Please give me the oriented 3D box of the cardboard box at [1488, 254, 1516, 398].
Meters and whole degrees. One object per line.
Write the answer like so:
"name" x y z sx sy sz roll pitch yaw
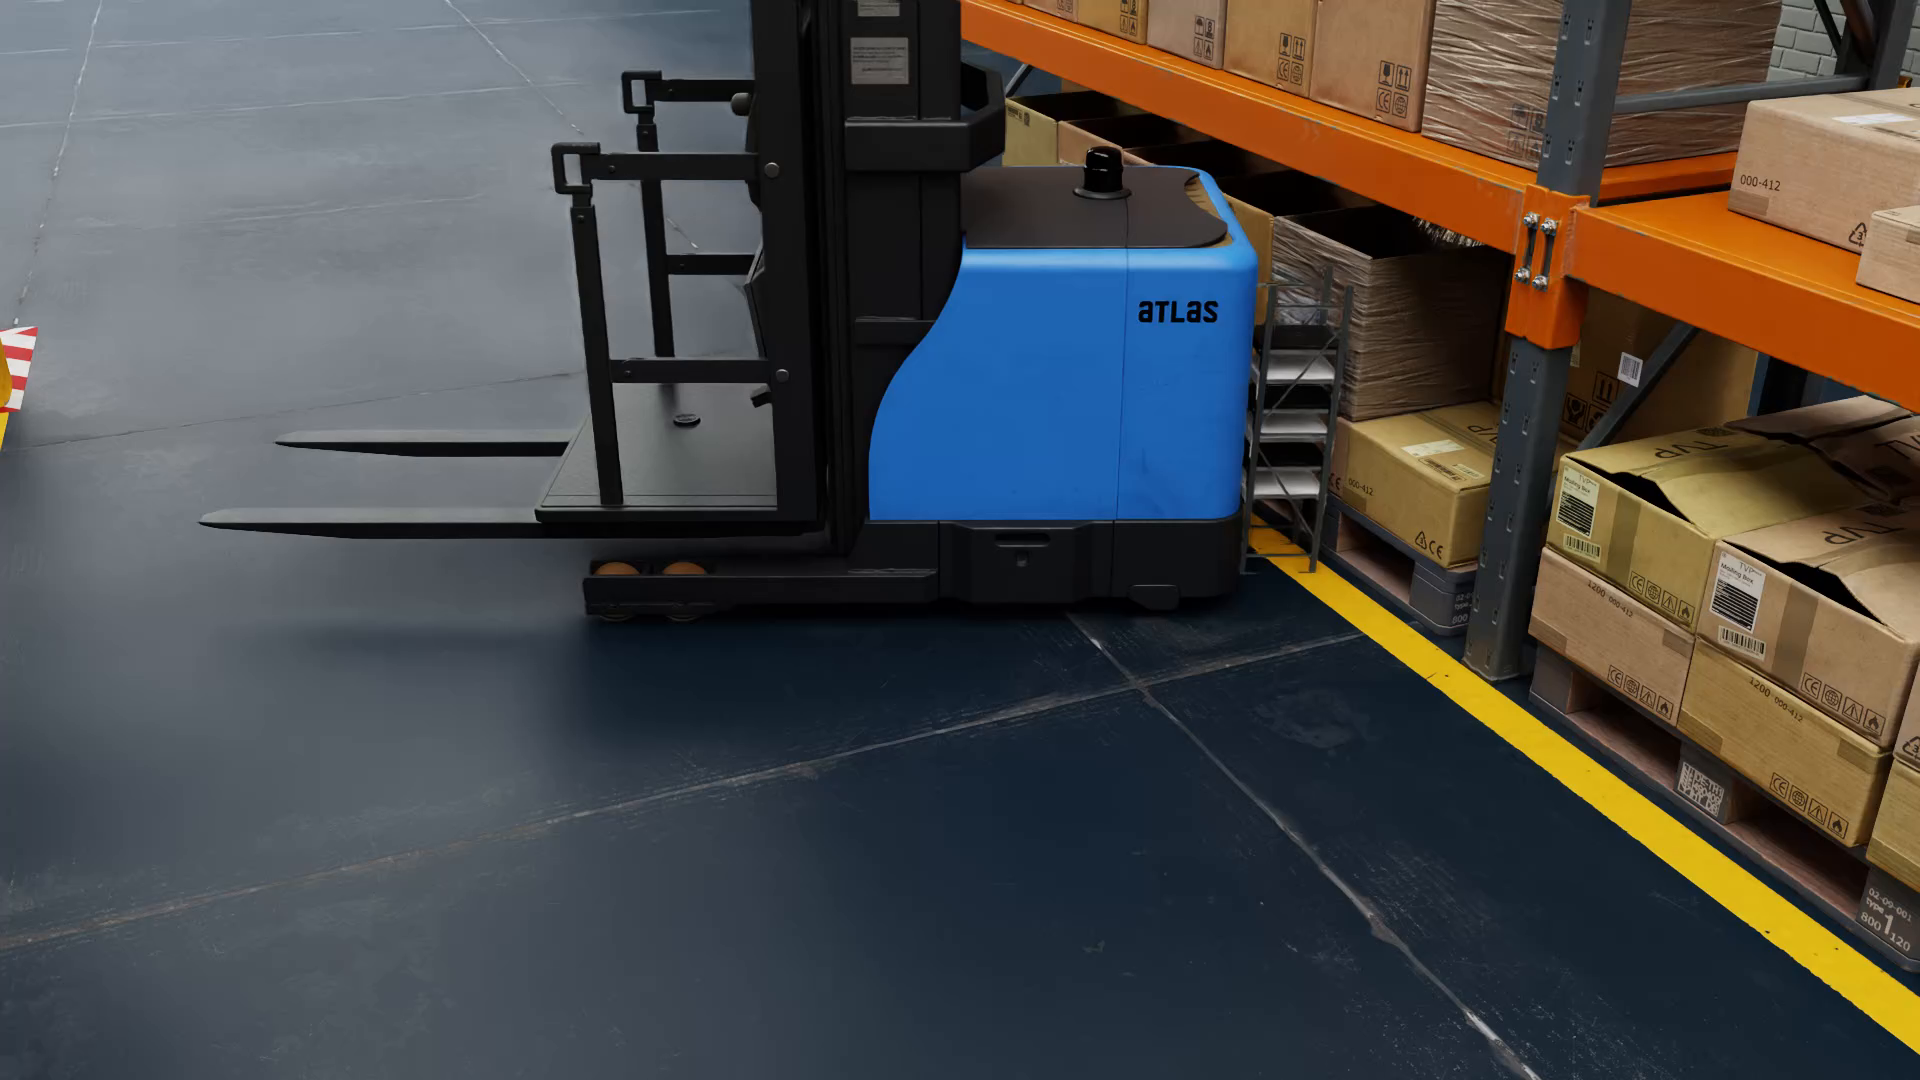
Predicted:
"cardboard box" 1.760 -0.801 5.272 0.500 0.500 0.500 -11 28 -21

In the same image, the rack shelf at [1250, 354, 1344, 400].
"rack shelf" 0.966 -0.480 4.864 0.258 0.077 0.200 0 25 -5

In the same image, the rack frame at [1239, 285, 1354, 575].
"rack frame" 0.970 -0.304 4.835 0.240 0.900 0.006 0 25 -5

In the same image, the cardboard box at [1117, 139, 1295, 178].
"cardboard box" 0.880 -1.113 5.912 0.500 0.500 0.500 -11 28 -21

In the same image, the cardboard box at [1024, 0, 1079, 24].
"cardboard box" 0.671 -2.327 6.483 0.700 0.500 0.500 -10 28 -19

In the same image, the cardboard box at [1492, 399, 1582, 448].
"cardboard box" 1.954 -0.262 5.022 0.500 0.250 0.500 -11 28 -21

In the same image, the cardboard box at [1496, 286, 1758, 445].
"cardboard box" 1.963 -0.600 4.861 0.500 0.500 0.500 -11 28 -21

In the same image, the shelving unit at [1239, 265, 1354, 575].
"shelving unit" 0.962 -0.348 4.926 0.258 0.900 0.210 0 25 -5

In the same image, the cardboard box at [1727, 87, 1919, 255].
"cardboard box" 2.090 -0.811 3.662 0.500 0.250 0.500 -9 27 -17

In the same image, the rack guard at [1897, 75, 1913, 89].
"rack guard" 4.876 -2.383 9.560 1.175 0.500 0.348 -11 28 -21

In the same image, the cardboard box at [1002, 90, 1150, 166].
"cardboard box" 0.493 -1.518 6.741 0.500 0.500 0.500 -11 28 -21

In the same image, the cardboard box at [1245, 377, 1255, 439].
"cardboard box" 1.078 -0.575 5.664 0.500 0.250 0.500 -11 28 -21

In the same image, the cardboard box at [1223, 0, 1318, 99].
"cardboard box" 1.272 -1.707 5.214 0.700 0.500 0.500 -10 28 -20

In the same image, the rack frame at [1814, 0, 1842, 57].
"rack frame" 4.847 -3.537 9.075 1.000 3.000 0.127 -11 28 -21

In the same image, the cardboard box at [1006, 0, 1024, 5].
"cardboard box" 0.461 -2.538 6.916 0.700 0.500 0.500 -11 28 -21

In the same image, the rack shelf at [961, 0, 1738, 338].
"rack shelf" 1.073 -1.553 5.833 1.077 0.370 4.000 -11 28 -21

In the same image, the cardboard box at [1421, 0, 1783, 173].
"cardboard box" 1.677 -1.292 4.364 0.700 0.500 0.500 -11 28 -22

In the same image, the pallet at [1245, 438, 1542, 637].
"pallet" 1.584 -0.144 5.305 1.003 0.211 1.213 -11 28 -21

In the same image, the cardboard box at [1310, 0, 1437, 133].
"cardboard box" 1.465 -1.504 4.798 0.700 0.500 0.500 -11 28 -21

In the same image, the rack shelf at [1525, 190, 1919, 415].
"rack shelf" 2.640 0.061 2.525 1.077 0.370 4.000 -11 28 -21

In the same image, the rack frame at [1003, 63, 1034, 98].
"rack frame" 0.290 -2.684 7.328 1.000 3.000 0.127 -11 28 -21

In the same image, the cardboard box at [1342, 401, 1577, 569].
"cardboard box" 1.474 -0.172 4.839 0.500 0.250 0.500 -11 28 -21

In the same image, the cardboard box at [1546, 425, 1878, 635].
"cardboard box" 1.789 -0.065 3.980 0.500 0.311 0.500 -10 28 -20

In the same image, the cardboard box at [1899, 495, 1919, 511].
"cardboard box" 2.489 0.049 3.747 0.500 0.311 0.500 -10 28 -19

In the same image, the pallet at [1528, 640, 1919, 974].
"pallet" 2.181 0.475 4.037 1.003 0.211 1.213 -11 28 -21

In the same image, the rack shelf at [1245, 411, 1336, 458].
"rack shelf" 0.961 -0.318 4.940 0.258 0.077 0.200 0 25 -5

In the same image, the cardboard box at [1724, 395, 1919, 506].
"cardboard box" 2.279 -0.160 4.175 0.500 0.311 0.500 -11 28 -21

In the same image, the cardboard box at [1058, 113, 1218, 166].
"cardboard box" 0.701 -1.318 6.332 0.500 0.500 0.500 -11 28 -21

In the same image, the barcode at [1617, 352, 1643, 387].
"barcode" 1.573 -0.401 3.905 0.001 0.075 0.075 -11 28 -21

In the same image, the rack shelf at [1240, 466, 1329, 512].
"rack shelf" 0.955 -0.155 5.017 0.258 0.077 0.200 0 25 -5

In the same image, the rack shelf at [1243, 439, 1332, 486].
"rack shelf" 0.958 -0.236 4.979 0.258 0.077 0.200 0 25 -5

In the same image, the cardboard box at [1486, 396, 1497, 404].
"cardboard box" 1.763 -0.464 5.438 0.500 0.250 0.500 -11 28 -21

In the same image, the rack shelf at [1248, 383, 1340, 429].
"rack shelf" 0.963 -0.399 4.902 0.258 0.077 0.200 0 25 -5

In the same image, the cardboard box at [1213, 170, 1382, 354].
"cardboard box" 1.090 -0.914 5.504 0.500 0.500 0.500 -11 28 -21

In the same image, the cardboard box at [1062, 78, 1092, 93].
"cardboard box" 0.774 -1.809 7.336 0.500 0.500 0.500 -11 28 -21

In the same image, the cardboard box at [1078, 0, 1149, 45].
"cardboard box" 0.860 -2.126 6.071 0.700 0.500 0.500 -10 28 -20

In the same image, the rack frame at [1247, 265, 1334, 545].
"rack frame" 0.953 -0.391 5.018 0.240 0.900 0.006 0 25 -5

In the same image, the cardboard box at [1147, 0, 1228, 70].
"cardboard box" 1.070 -1.914 5.637 0.700 0.500 0.500 -10 28 -19

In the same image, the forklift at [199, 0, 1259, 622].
"forklift" -0.708 -1.316 4.604 3.031 2.935 1.130 0 26 0

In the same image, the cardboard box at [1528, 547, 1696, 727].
"cardboard box" 1.787 0.183 4.111 0.500 0.250 0.500 -11 28 -22

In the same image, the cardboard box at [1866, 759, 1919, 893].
"cardboard box" 2.191 0.598 3.261 0.500 0.250 0.500 -11 28 -22

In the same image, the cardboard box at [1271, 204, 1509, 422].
"cardboard box" 1.289 -0.713 5.092 0.500 0.500 0.500 -11 28 -21

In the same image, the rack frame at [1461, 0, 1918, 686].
"rack frame" 1.857 -1.069 4.021 1.000 3.000 0.127 -11 28 -21

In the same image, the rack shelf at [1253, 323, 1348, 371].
"rack shelf" 0.968 -0.562 4.825 0.258 0.077 0.200 0 25 -5

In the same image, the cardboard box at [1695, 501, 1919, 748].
"cardboard box" 1.980 0.138 3.564 0.500 0.311 0.500 -11 28 -21

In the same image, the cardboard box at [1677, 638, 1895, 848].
"cardboard box" 1.986 0.390 3.688 0.500 0.250 0.500 -10 28 -19

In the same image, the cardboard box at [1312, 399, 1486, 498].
"cardboard box" 1.287 -0.376 5.256 0.500 0.250 0.500 -11 28 -21

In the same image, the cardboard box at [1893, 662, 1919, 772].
"cardboard box" 2.184 0.347 3.137 0.500 0.311 0.500 -12 28 -22

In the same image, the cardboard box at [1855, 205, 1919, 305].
"cardboard box" 2.016 -0.563 3.272 0.380 0.149 0.250 -11 28 -21

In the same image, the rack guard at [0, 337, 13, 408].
"rack guard" -4.196 -0.689 6.091 1.175 0.500 0.348 -11 28 -21
